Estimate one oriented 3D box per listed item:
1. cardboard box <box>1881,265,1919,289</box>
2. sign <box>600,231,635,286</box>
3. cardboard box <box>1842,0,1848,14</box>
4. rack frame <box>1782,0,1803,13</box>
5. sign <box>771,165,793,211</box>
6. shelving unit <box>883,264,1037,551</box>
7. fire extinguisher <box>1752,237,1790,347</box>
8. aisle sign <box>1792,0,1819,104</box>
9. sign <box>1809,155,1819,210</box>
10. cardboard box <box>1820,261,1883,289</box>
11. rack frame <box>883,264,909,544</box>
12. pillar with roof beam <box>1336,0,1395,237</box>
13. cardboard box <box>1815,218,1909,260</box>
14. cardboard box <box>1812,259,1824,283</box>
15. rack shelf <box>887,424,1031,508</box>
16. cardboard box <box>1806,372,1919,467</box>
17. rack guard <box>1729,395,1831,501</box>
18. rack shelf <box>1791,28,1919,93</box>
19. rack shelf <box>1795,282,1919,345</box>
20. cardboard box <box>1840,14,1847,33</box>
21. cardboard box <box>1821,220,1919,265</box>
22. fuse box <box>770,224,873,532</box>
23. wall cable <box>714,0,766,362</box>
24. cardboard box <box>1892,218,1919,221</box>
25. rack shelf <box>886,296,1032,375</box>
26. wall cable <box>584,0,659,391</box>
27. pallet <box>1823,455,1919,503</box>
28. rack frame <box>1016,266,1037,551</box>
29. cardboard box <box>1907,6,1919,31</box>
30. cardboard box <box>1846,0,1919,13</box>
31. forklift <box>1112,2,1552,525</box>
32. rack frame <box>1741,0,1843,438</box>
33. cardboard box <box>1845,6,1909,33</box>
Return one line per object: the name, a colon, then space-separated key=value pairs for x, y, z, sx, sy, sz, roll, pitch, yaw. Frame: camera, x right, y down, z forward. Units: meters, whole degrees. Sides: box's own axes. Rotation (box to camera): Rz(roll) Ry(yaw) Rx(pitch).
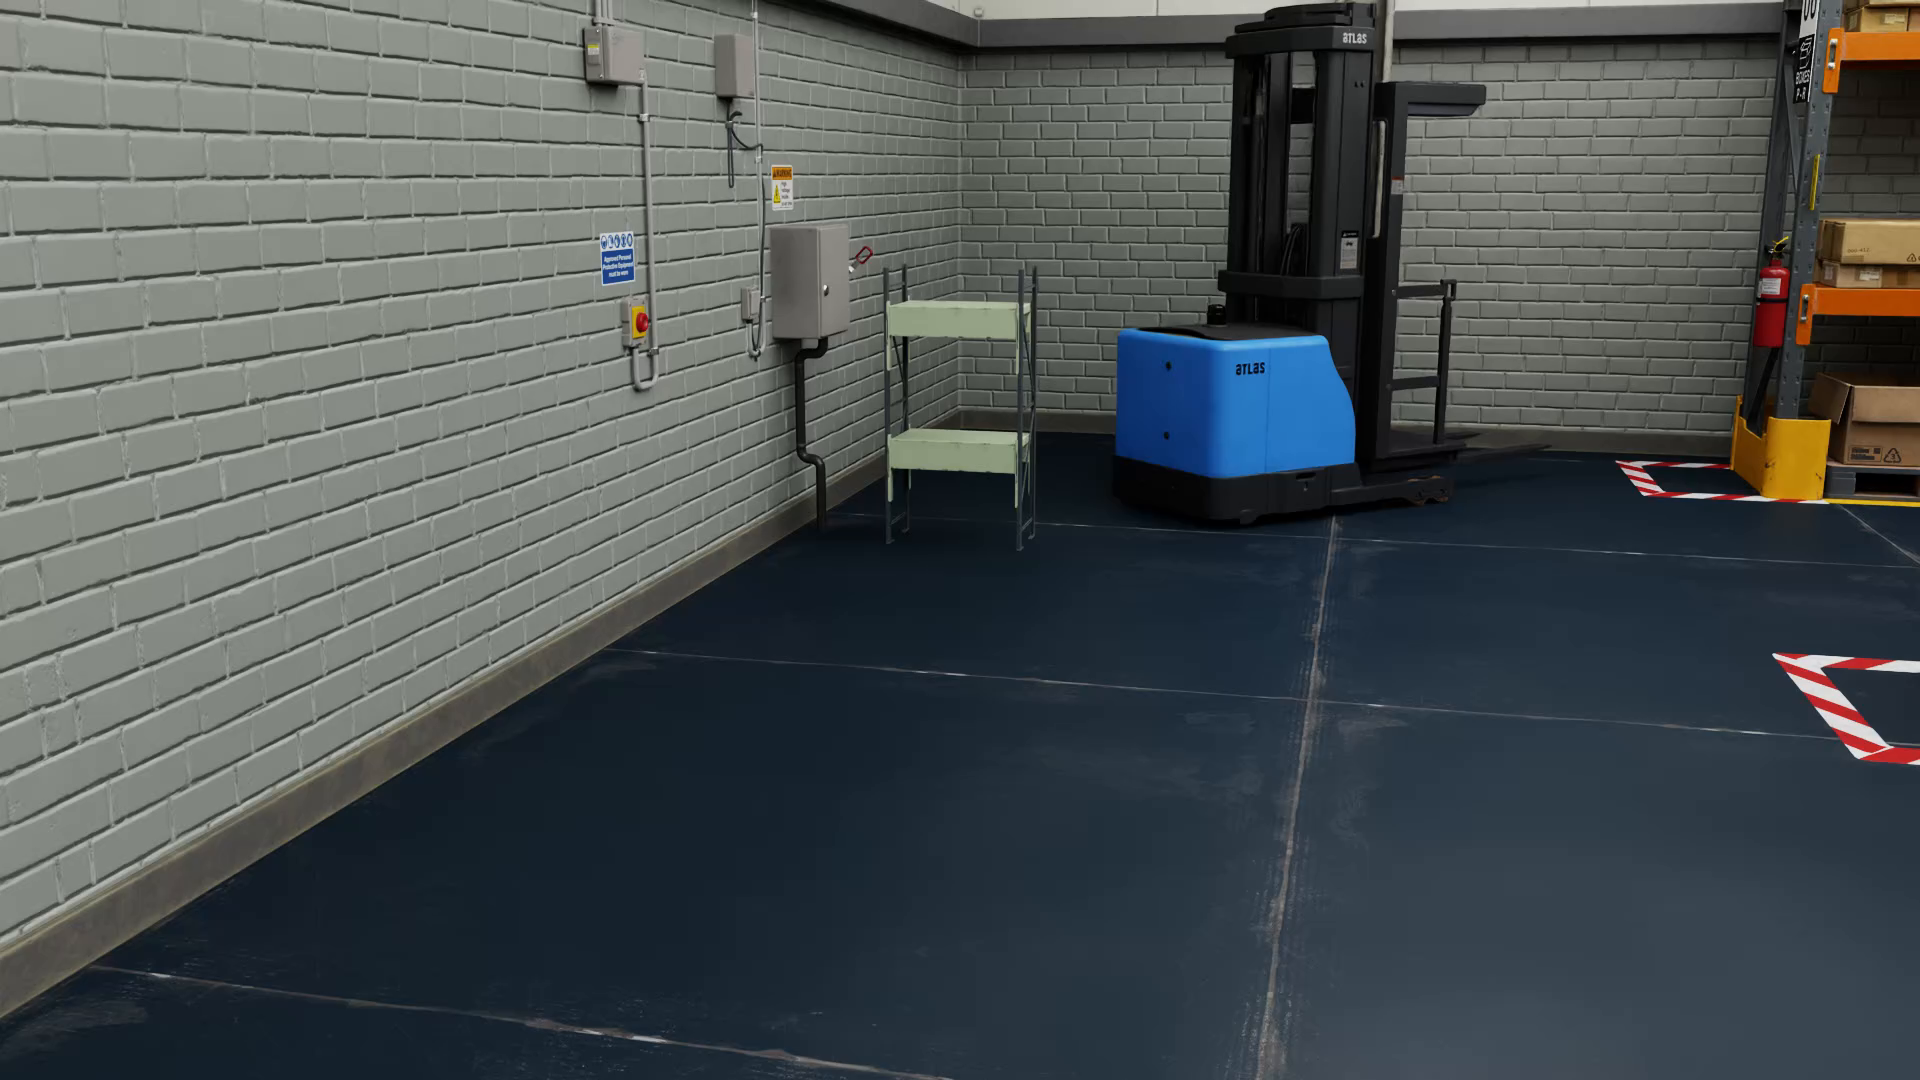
cardboard box: x=5.779 y=-1.641 z=10.285 sx=0.250 sy=0.149 sz=0.380 roll=3 pitch=13 yaw=15
sign: x=-1.469 y=-1.211 z=7.141 sx=0.001 sy=0.218 sz=0.327 roll=3 pitch=13 yaw=14
cardboard box: x=5.764 y=-3.413 z=10.424 sx=0.500 sy=0.250 sz=0.500 roll=3 pitch=13 yaw=13
rack frame: x=5.267 y=-4.771 z=9.961 sx=0.127 sy=3.000 sz=1.000 roll=3 pitch=13 yaw=14
sign: x=-0.968 y=-1.922 z=9.065 sx=0.001 sy=0.242 sz=0.339 roll=3 pitch=13 yaw=14
shelving unit: x=0.006 y=-0.732 z=9.070 sx=0.755 sy=1.500 sz=0.431 roll=3 pitch=13 yaw=14
fire extinguisher: x=5.014 y=-1.533 z=10.256 sx=0.183 sy=0.674 sz=0.296 roll=3 pitch=13 yaw=14
aisle sign: x=5.131 y=-3.053 z=10.067 sx=0.004 sy=0.787 sz=0.394 roll=3 pitch=13 yaw=14
sign: x=5.138 y=-2.150 z=10.003 sx=0.005 sy=0.325 sz=0.100 roll=3 pitch=13 yaw=14
cardboard box: x=5.521 y=-1.645 z=10.301 sx=0.250 sy=0.149 sz=0.380 roll=3 pitch=13 yaw=13
rack frame: x=-0.349 y=-0.751 z=9.155 sx=0.023 sy=1.500 sz=0.400 roll=3 pitch=13 yaw=14
pillar with roof beam: x=1.834 y=-4.195 z=7.366 sx=0.400 sy=9.000 sz=9.100 roll=3 pitch=13 yaw=14
cardboard box: x=5.778 y=-1.946 z=10.739 sx=0.500 sy=0.250 sz=0.500 roll=3 pitch=13 yaw=15
cardboard box: x=5.653 y=-1.759 z=10.815 sx=0.250 sy=0.149 sz=0.380 roll=3 pitch=13 yaw=13
rack shelf: x=0.006 y=-0.414 z=9.140 sx=0.720 sy=0.370 sz=0.431 roll=3 pitch=13 yaw=14
cardboard box: x=5.838 y=-0.777 z=10.603 sx=0.637 sy=0.503 sz=0.797 roll=3 pitch=13 yaw=11
rack guard: x=5.341 y=-0.618 z=10.864 sx=0.348 sy=0.500 sz=1.175 roll=3 pitch=13 yaw=14
rack shelf: x=7.209 y=-2.851 z=9.896 sx=4.000 sy=0.370 sz=1.077 roll=3 pitch=13 yaw=14
rack shelf: x=7.209 y=-1.387 z=10.221 sx=4.000 sy=0.370 sz=1.077 roll=3 pitch=13 yaw=14
cardboard box: x=5.633 y=-3.216 z=10.457 sx=0.250 sy=0.149 sz=0.380 roll=3 pitch=13 yaw=15
cardboard box: x=5.643 y=-1.834 z=10.233 sx=0.500 sy=0.250 sz=0.500 roll=3 pitch=13 yaw=14
fuse box: x=-0.753 y=-0.891 z=9.298 sx=0.414 sy=1.711 sz=0.539 roll=3 pitch=13 yaw=14
wall cable: x=-1.070 y=-1.881 z=8.439 sx=0.122 sy=1.984 sz=0.588 roll=3 pitch=13 yaw=14
cardboard box: x=6.278 y=-1.919 z=10.617 sx=0.500 sy=0.250 sz=0.500 roll=3 pitch=13 yaw=14
rack shelf: x=0.006 y=-1.113 z=8.985 sx=0.720 sy=0.370 sz=0.431 roll=3 pitch=13 yaw=14
wall cable: x=-1.398 y=-1.597 z=7.088 sx=0.123 sy=1.953 sz=0.585 roll=3 pitch=13 yaw=14
pallet: x=6.115 y=-0.435 z=10.709 sx=1.213 sy=0.211 sz=1.003 roll=3 pitch=13 yaw=14
rack frame: x=0.362 y=-0.713 z=8.984 sx=0.023 sy=1.500 sz=0.400 roll=3 pitch=13 yaw=14
cardboard box: x=5.782 y=-3.110 z=9.982 sx=0.250 sy=0.149 sz=0.380 roll=3 pitch=13 yaw=15
cardboard box: x=5.633 y=-3.298 z=9.907 sx=0.500 sy=0.250 sz=0.500 roll=3 pitch=13 yaw=13
forklift: x=2.461 y=-1.731 z=10.270 sx=3.031 sy=2.935 sz=1.130 roll=-7 pitch=15 yaw=-30
rack frame: x=5.267 y=-1.842 z=10.611 sx=0.127 sy=3.000 sz=1.000 roll=3 pitch=13 yaw=14
cardboard box: x=5.521 y=-3.118 z=10.018 sx=0.250 sy=0.149 sz=0.380 roll=3 pitch=13 yaw=15
